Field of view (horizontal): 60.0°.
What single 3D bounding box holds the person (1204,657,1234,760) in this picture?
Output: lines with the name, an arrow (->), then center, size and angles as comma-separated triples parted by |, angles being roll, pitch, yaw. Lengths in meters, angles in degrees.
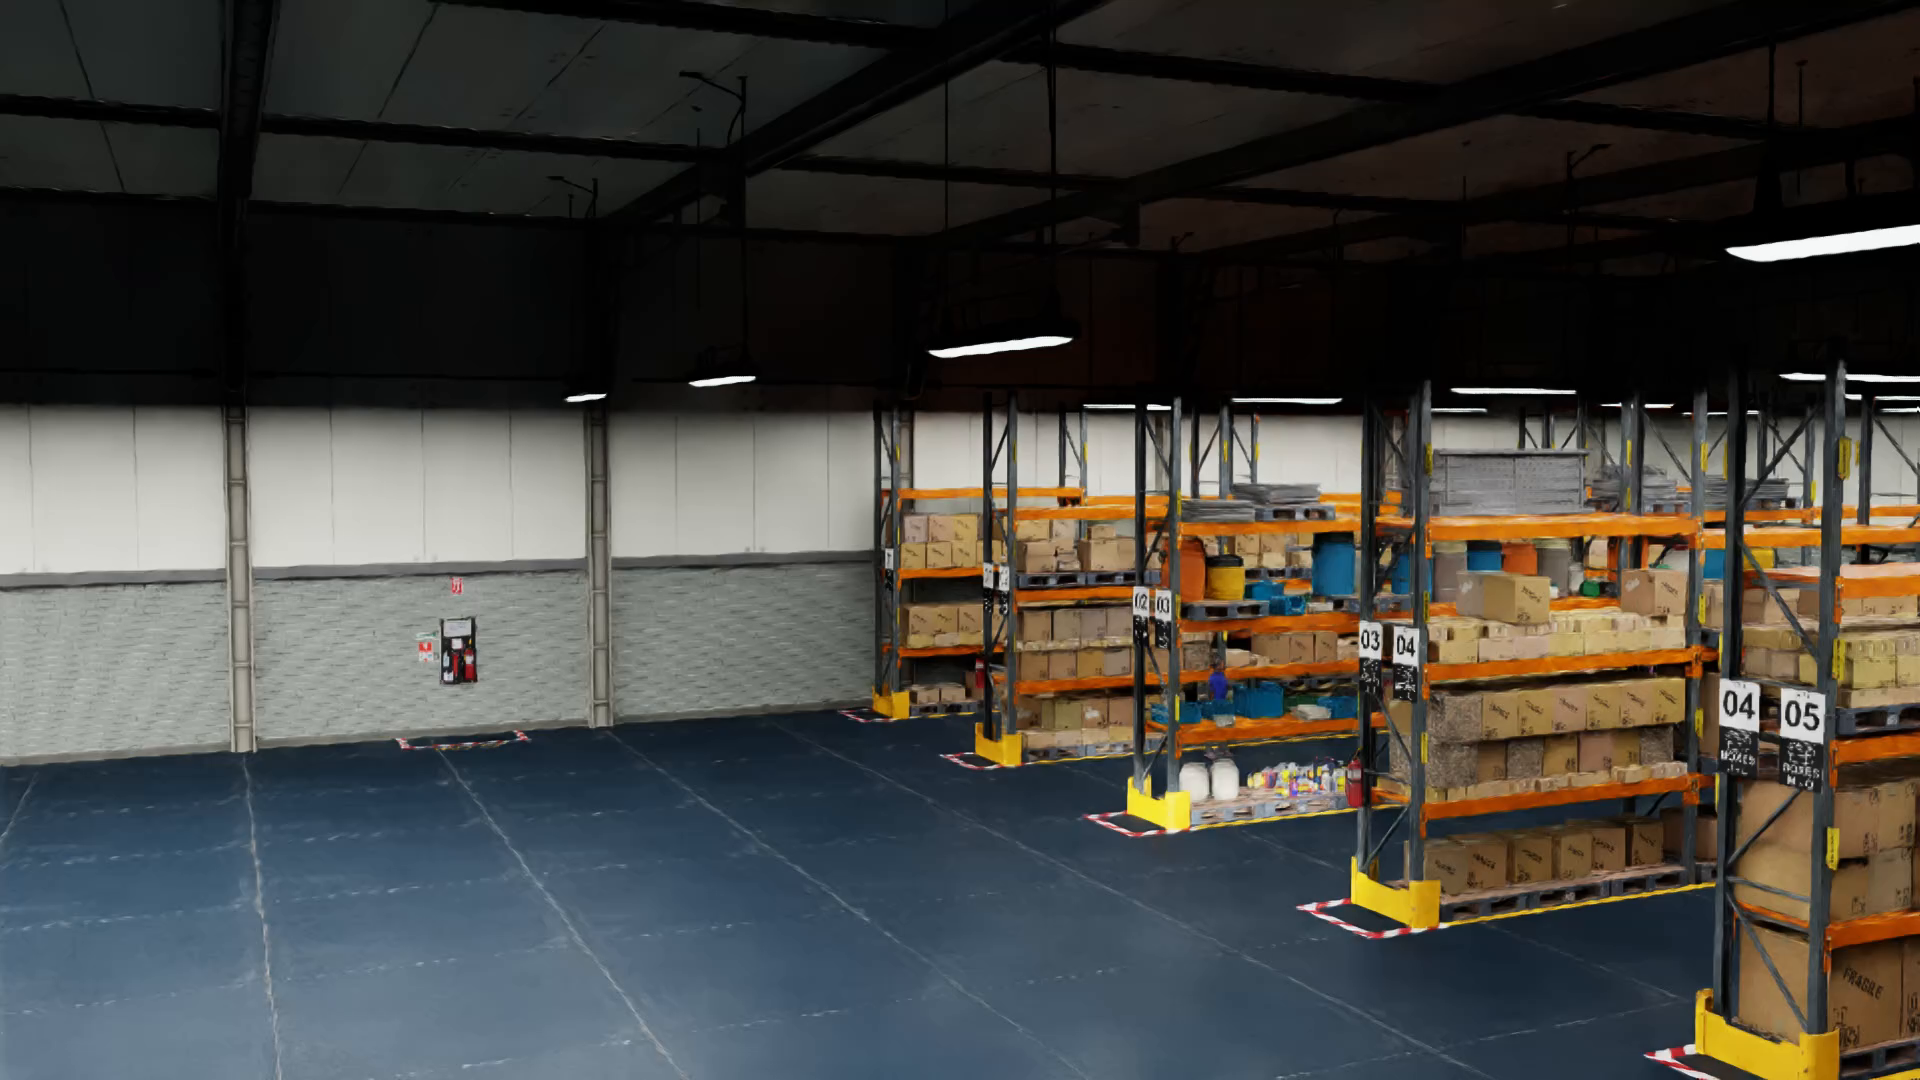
person -> 4.259, 2.738, 27.240 | 0.422, 1.663, 0.502 | 2, 4, 35
